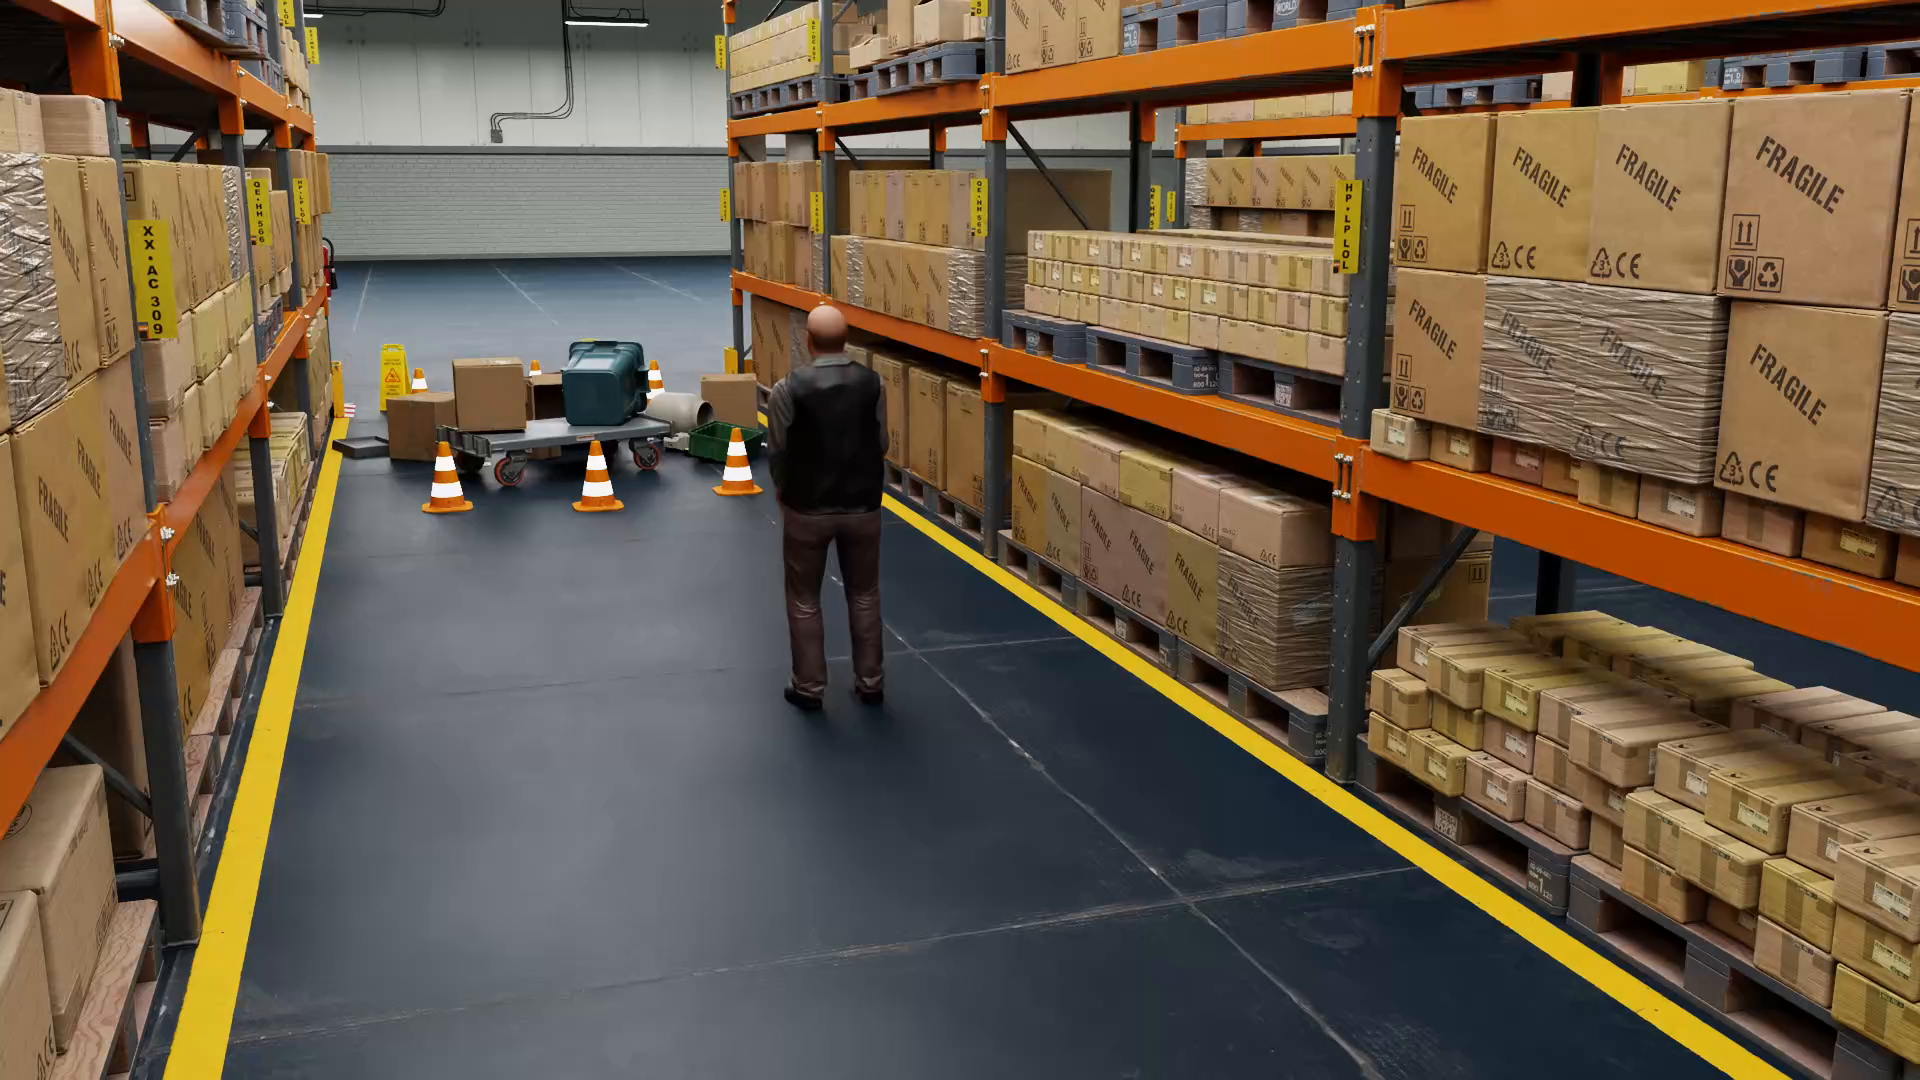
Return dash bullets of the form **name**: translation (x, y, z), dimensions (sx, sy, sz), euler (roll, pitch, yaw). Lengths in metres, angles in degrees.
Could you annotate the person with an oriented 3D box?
- **person**: translation (-0.569, -0.140, 7.153), dimensions (0.542, 1.728, 0.493), euler (-4, 13, -19)
